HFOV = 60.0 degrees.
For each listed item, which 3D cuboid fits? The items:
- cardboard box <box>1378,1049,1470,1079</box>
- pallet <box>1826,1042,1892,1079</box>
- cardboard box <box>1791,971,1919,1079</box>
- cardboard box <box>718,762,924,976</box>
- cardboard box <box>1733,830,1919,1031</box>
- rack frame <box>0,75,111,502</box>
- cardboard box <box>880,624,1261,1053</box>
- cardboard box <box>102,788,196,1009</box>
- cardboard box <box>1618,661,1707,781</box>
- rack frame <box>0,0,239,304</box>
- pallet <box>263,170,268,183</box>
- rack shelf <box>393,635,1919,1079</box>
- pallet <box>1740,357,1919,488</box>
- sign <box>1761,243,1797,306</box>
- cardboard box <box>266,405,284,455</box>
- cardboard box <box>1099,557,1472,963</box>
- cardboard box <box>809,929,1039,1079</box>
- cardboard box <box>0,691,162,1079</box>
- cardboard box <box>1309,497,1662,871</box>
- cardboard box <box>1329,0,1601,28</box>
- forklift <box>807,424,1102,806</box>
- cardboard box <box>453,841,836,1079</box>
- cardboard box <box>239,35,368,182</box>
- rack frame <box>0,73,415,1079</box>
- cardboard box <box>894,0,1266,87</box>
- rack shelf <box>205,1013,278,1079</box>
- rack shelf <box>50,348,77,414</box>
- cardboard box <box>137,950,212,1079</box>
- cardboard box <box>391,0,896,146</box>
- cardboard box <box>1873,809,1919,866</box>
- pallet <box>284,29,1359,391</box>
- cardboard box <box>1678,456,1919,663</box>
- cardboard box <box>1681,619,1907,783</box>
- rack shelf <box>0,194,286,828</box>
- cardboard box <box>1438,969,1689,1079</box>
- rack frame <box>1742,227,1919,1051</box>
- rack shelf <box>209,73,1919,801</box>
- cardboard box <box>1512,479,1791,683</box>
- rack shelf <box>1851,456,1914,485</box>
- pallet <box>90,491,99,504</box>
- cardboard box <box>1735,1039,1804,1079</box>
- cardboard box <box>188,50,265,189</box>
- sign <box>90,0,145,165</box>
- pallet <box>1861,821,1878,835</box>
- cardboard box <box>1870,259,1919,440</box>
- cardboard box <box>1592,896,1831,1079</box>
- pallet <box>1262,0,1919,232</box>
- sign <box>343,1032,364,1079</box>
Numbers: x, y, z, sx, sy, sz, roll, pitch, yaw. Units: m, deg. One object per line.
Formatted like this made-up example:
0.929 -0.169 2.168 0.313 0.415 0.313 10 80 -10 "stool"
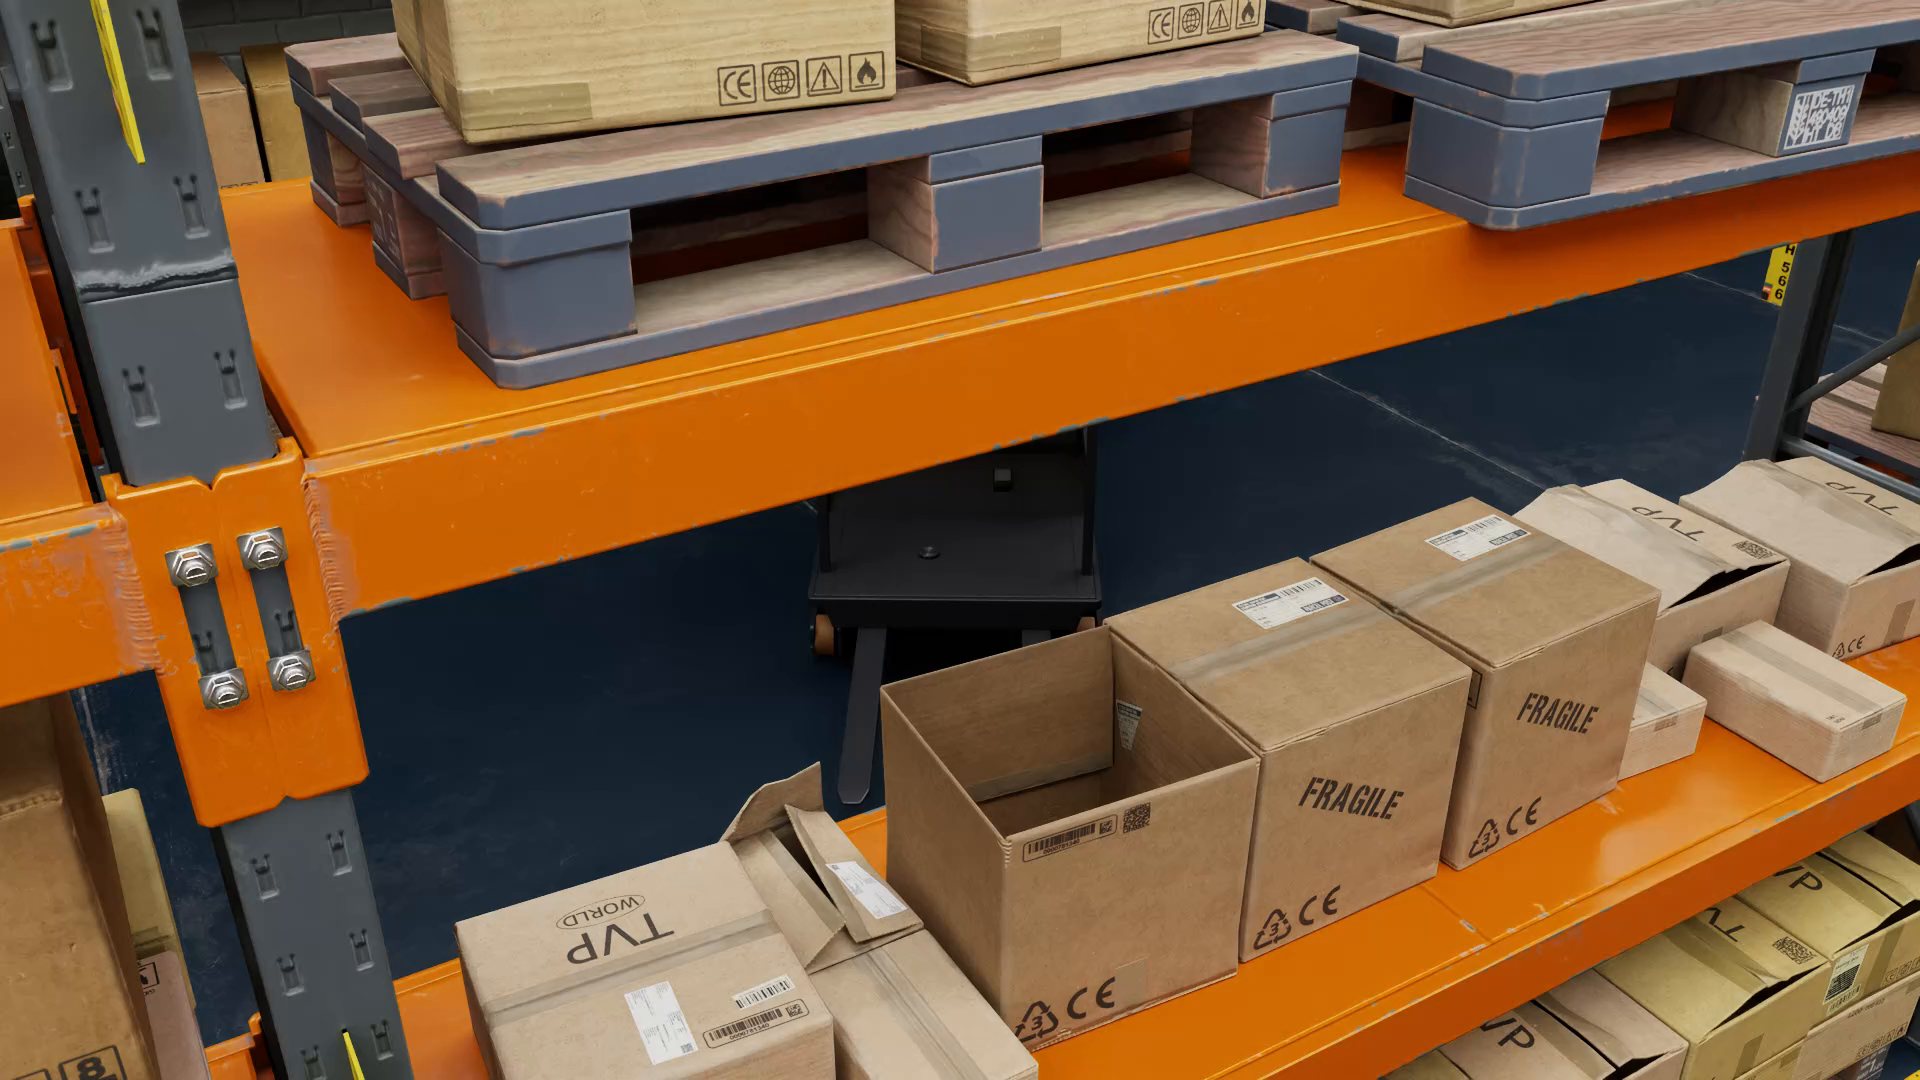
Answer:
0.868 1.291 3.637 0.500 0.311 0.500 -15 32 -25 "cardboard box"
1.779 1.318 4.644 1.213 0.211 1.003 -16 33 -26 "pallet"
2.179 1.162 4.451 0.500 0.250 0.500 -15 32 -25 "cardboard box"
-0.275 0.658 3.093 0.258 0.266 0.396 -17 33 -28 "cardboard box"
2.182 0.917 4.315 0.500 0.311 0.500 -15 32 -25 "cardboard box"
-3.453 -1.172 6.269 0.127 3.000 1.000 -16 33 -26 "rack frame"
0.185 0.537 3.070 0.500 0.500 0.500 -13 32 -23 "cardboard box"
-1.269 0.548 2.378 0.250 0.149 0.380 -16 33 -26 "cardboard box"
1.438 0.357 3.758 0.250 0.149 0.380 -13 32 -23 "cardboard box"
-0.940 -1.736 1.082 0.127 3.000 1.000 -16 33 -26 "rack frame"
-2.720 -1.215 6.545 1.213 0.211 1.003 -16 33 -26 "pallet"
0.785 0.716 3.593 4.000 0.370 1.077 -16 33 -26 "rack shelf"
3.058 -0.200 4.706 1.003 0.211 1.213 -16 33 -26 "pallet"
2.226 -0.785 4.451 0.005 0.325 0.100 -16 33 -26 "sign"
-2.826 -0.457 7.106 0.500 0.500 0.700 -15 32 -25 "cardboard box"
0.617 0.414 3.292 0.500 0.500 0.500 -16 33 -26 "cardboard box"
-0.072 0.869 2.831 0.250 0.149 0.380 -16 33 -26 "cardboard box"
-1.319 0.390 1.992 0.500 0.500 0.700 -16 33 -26 "cardboard box"
1.071 0.285 3.525 0.500 0.500 0.500 -18 34 -29 "cardboard box"
0.740 -0.983 2.544 0.500 0.250 0.500 -19 34 -30 "cardboard box"
-0.012 -0.980 5.992 1.130 2.935 3.031 1 29 1 "forklift"
-0.537 0.818 2.819 0.500 0.250 0.500 -14 32 -23 "cardboard box"
-2.511 -1.653 6.581 0.500 0.500 0.700 -12 31 -21 "cardboard box"
-0.940 0.891 2.532 0.127 3.000 1.000 -16 33 -26 "rack frame"
0.069 -0.823 2.253 0.500 0.250 0.500 -19 34 -31 "cardboard box"
-2.664 1.695 1.818 4.000 0.370 1.077 -16 33 -26 "rack shelf"
-5.177 -0.368 5.556 4.000 0.370 1.077 -16 33 -26 "rack shelf"
-1.066 0.719 2.068 0.250 0.149 0.380 -16 33 -26 "cardboard box"
-0.404 -0.688 2.008 0.500 0.250 0.500 -12 31 -21 "cardboard box"
3.046 0.821 4.790 0.500 0.500 0.500 -14 32 -24 "cardboard box"
-0.186 -0.560 2.254 1.217 0.209 0.805 -17 33 -28 "pallet"
2.173 0.021 4.199 0.500 0.311 0.500 -14 32 -23 "cardboard box"
1.874 0.357 3.759 0.250 0.149 0.380 -16 33 -26 "cardboard box"
-2.664 0.382 1.094 4.000 0.370 1.077 -16 33 -26 "rack shelf"
1.301 1.169 3.858 0.500 0.311 0.500 -16 33 -27 "cardboard box"
2.509 -0.089 4.306 0.127 3.000 1.000 -16 33 -26 "rack frame"
0.785 -0.597 2.868 4.000 0.370 1.077 -16 33 -26 "rack shelf"
1.640 0.089 4.077 0.500 0.311 0.500 -16 33 -27 "cardboard box"
4.233 -0.263 5.367 4.000 0.370 1.077 -16 33 -26 "rack shelf"
-4.014 0.228 6.619 1.213 0.211 1.003 -16 33 -26 "pallet"
1.736 1.290 4.220 0.500 0.250 0.500 -16 33 -27 "cardboard box"
-2.996 -1.519 6.339 0.500 0.500 0.700 -16 33 -26 "cardboard box"
-0.657 -0.453 1.245 0.005 0.325 0.100 -16 33 -26 "sign"
3.172 0.965 5.282 1.213 0.211 1.003 -16 33 -26 "pallet"
2.995 -0.517 4.545 0.700 0.500 0.500 22 36 34 "cardboard box"
1.737 1.047 4.080 0.500 0.311 0.500 -16 33 -27 "cardboard box"
1.007 -0.841 2.760 1.213 0.211 1.003 -14 32 -24 "pallet"
-0.657 0.708 1.885 0.005 0.325 0.100 -16 33 -26 "sign"
